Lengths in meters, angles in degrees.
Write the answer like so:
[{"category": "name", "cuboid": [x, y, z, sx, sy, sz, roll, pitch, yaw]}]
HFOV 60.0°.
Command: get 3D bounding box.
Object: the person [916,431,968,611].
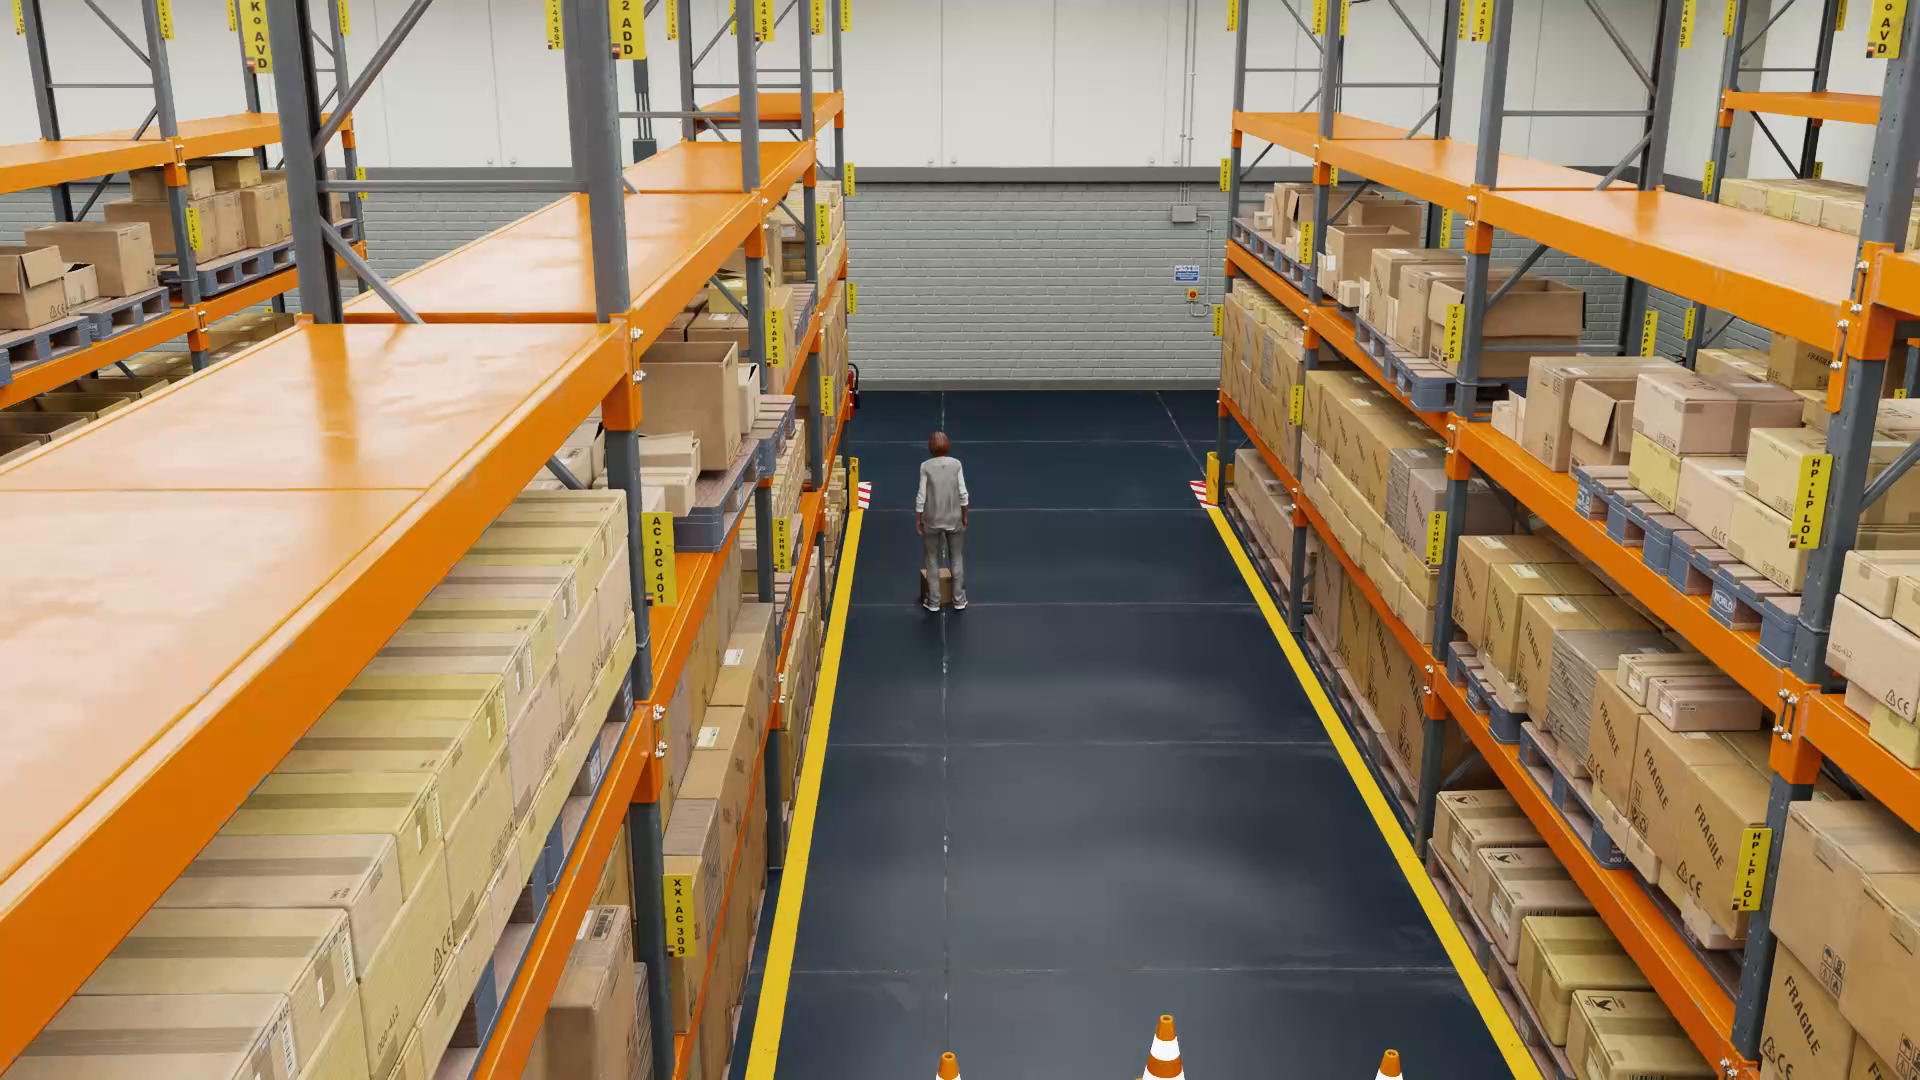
[{"category": "person", "cuboid": [-0.154, -0.156, 14.550, 0.468, 1.593, 0.349, -3, 18, -9]}]
